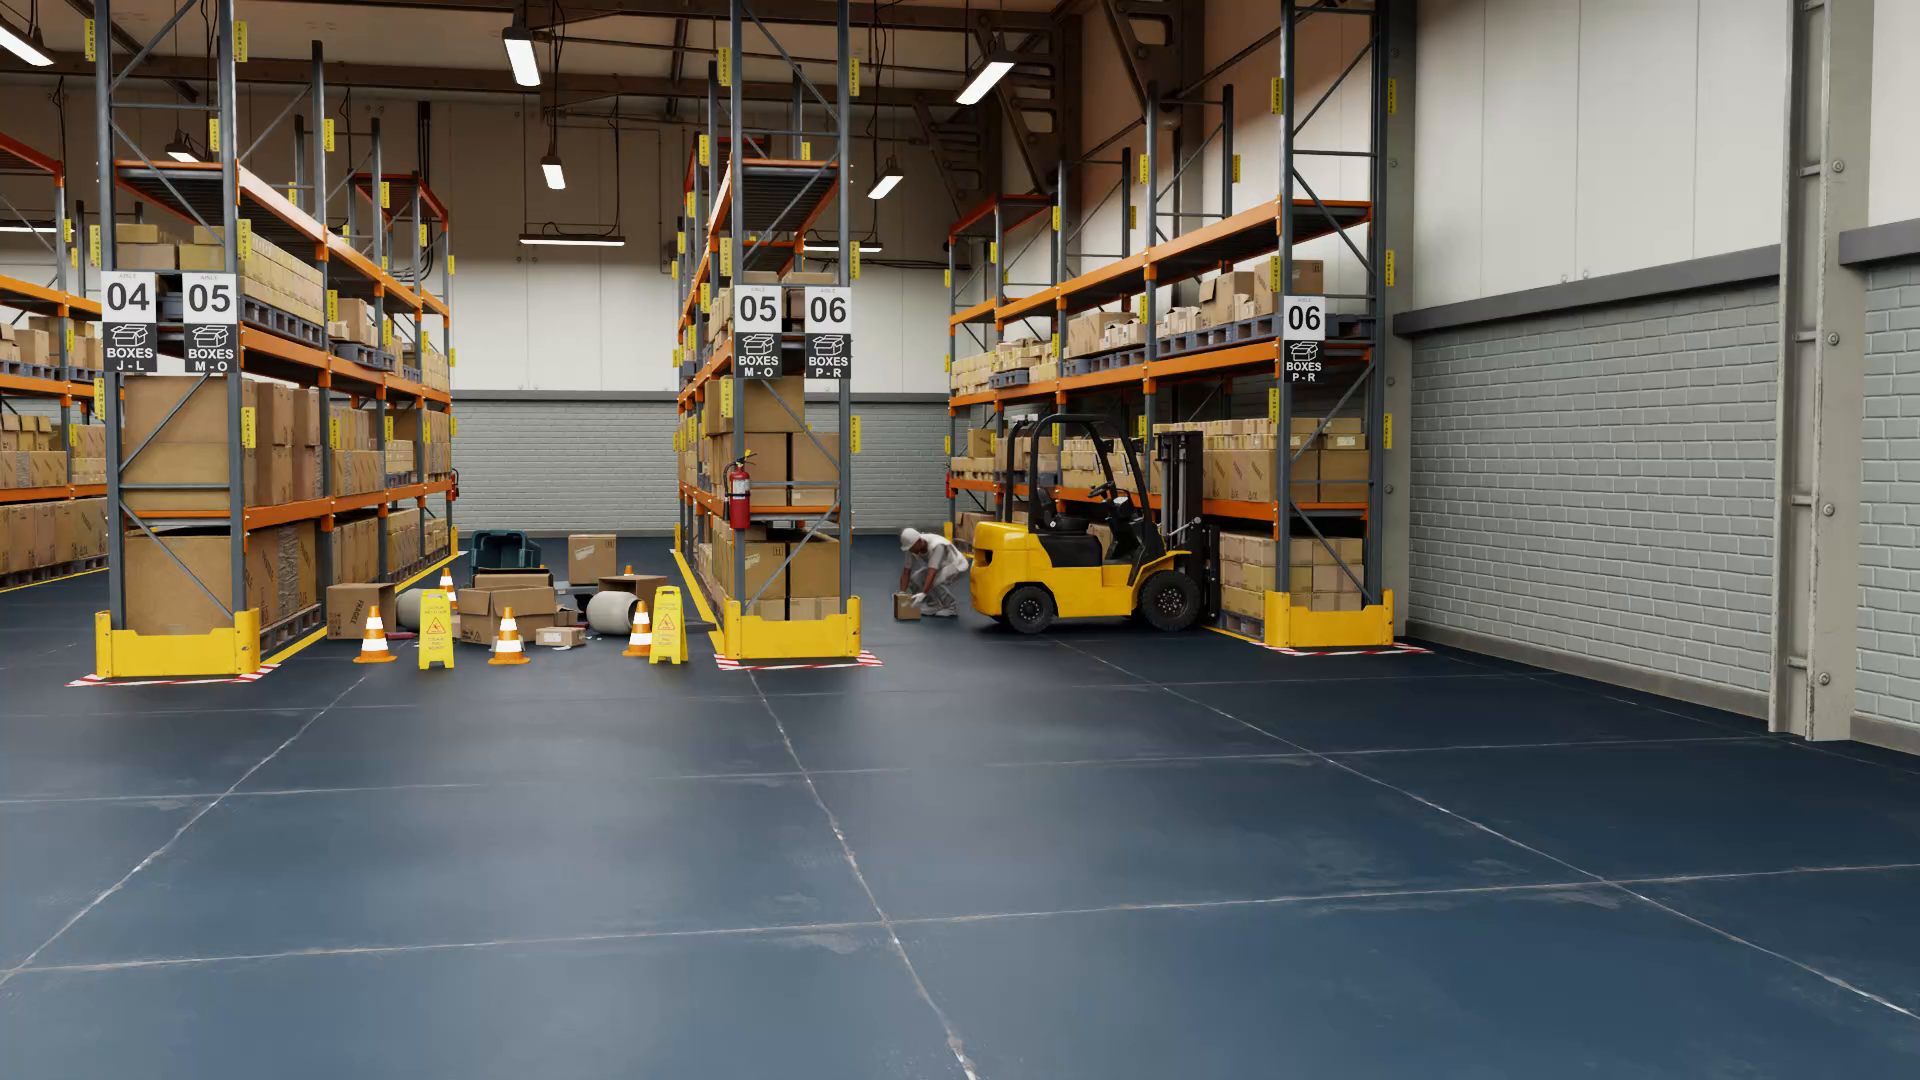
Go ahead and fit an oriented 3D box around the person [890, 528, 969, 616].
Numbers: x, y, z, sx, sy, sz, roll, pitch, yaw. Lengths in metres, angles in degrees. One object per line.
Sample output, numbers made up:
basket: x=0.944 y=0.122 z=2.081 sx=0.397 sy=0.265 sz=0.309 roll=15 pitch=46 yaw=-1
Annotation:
person: x=-0.298 y=0.346 z=18.048 sx=0.900 sy=0.975 sz=0.574 roll=-3 pitch=4 yaw=-41
